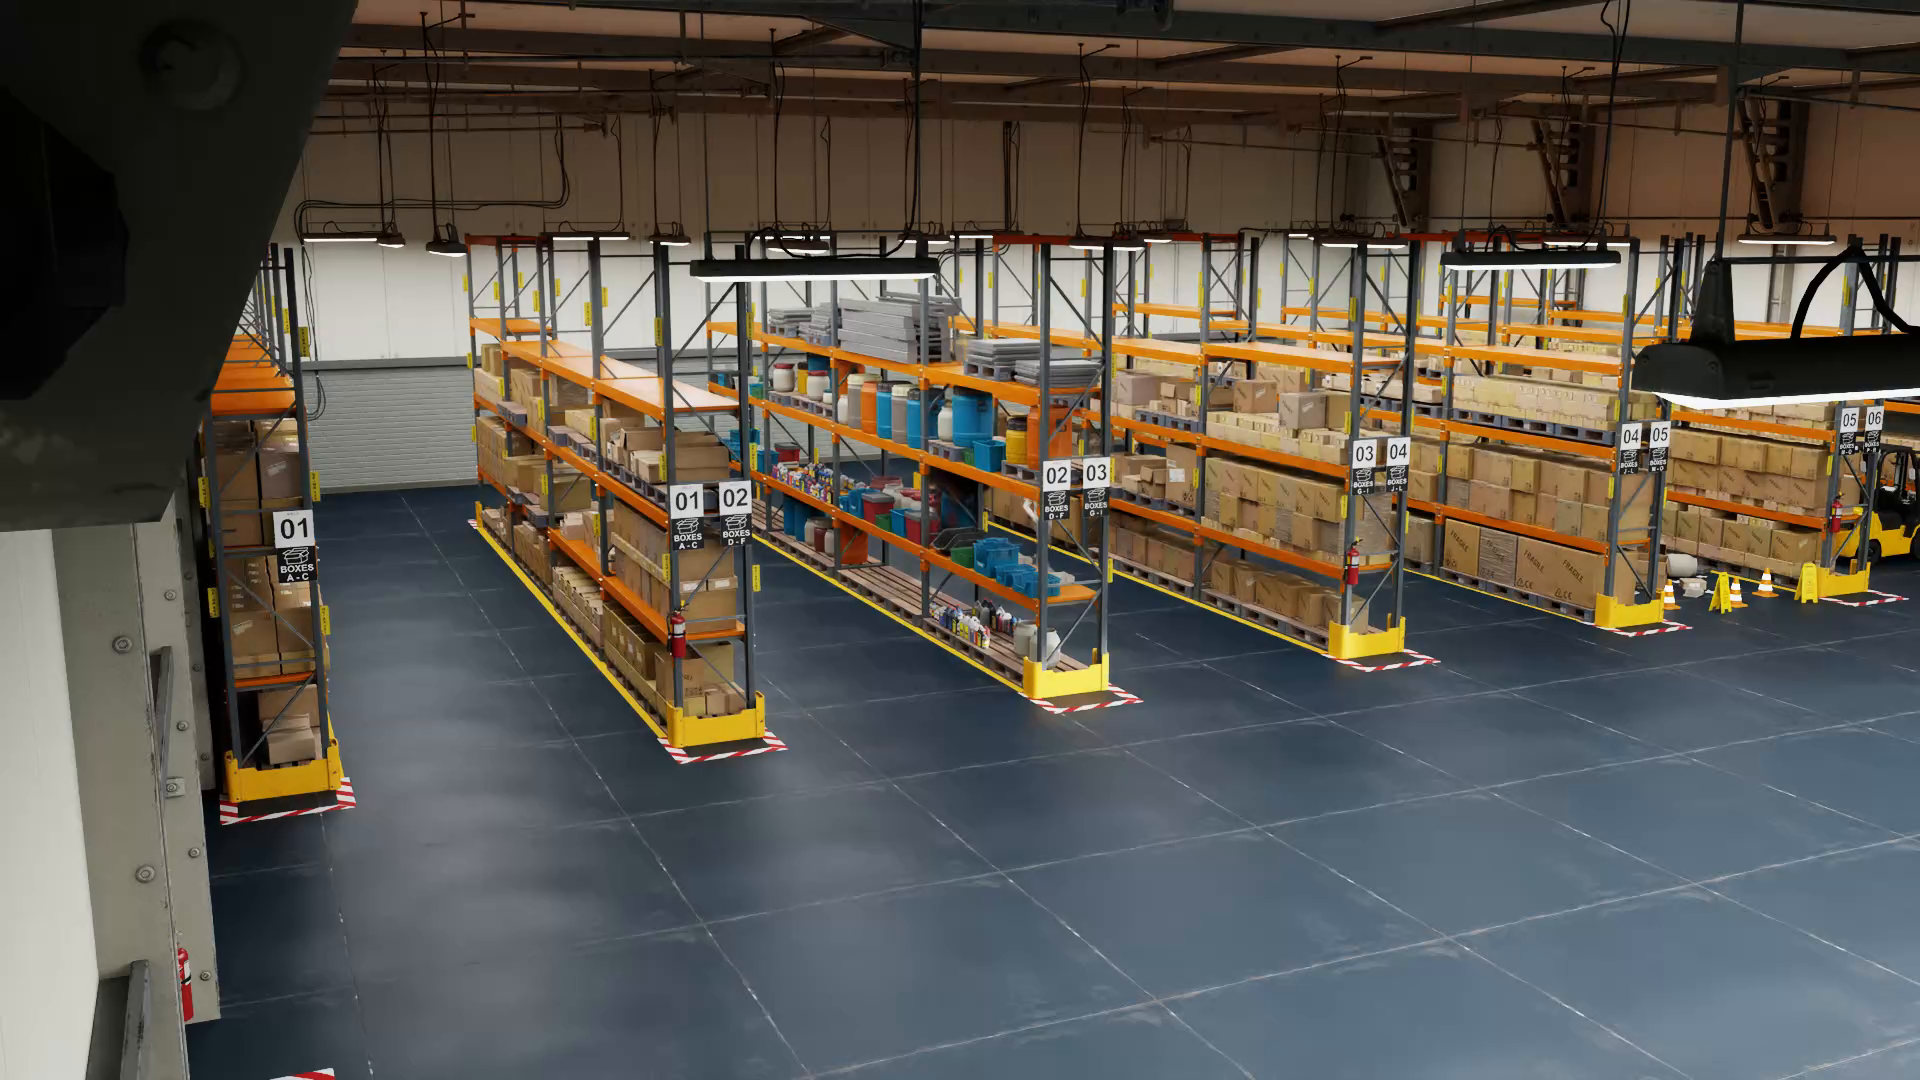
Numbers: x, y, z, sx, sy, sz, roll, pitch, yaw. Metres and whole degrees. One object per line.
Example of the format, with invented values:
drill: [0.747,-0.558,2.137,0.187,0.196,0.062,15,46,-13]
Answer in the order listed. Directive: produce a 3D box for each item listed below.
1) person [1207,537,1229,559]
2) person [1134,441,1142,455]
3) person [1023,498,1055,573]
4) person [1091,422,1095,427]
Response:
person: [4.888,-0.572,31.480,0.708,1.762,0.857,-5,12,-23]
person: [3.664,-1.230,34.901,0.692,1.733,0.581,-7,13,-31]
person: [1.424,-0.294,28.690,0.627,1.704,0.708,-6,12,-28]
person: [2.994,-1.913,38.698,0.590,1.687,0.879,-3,11,-15]
